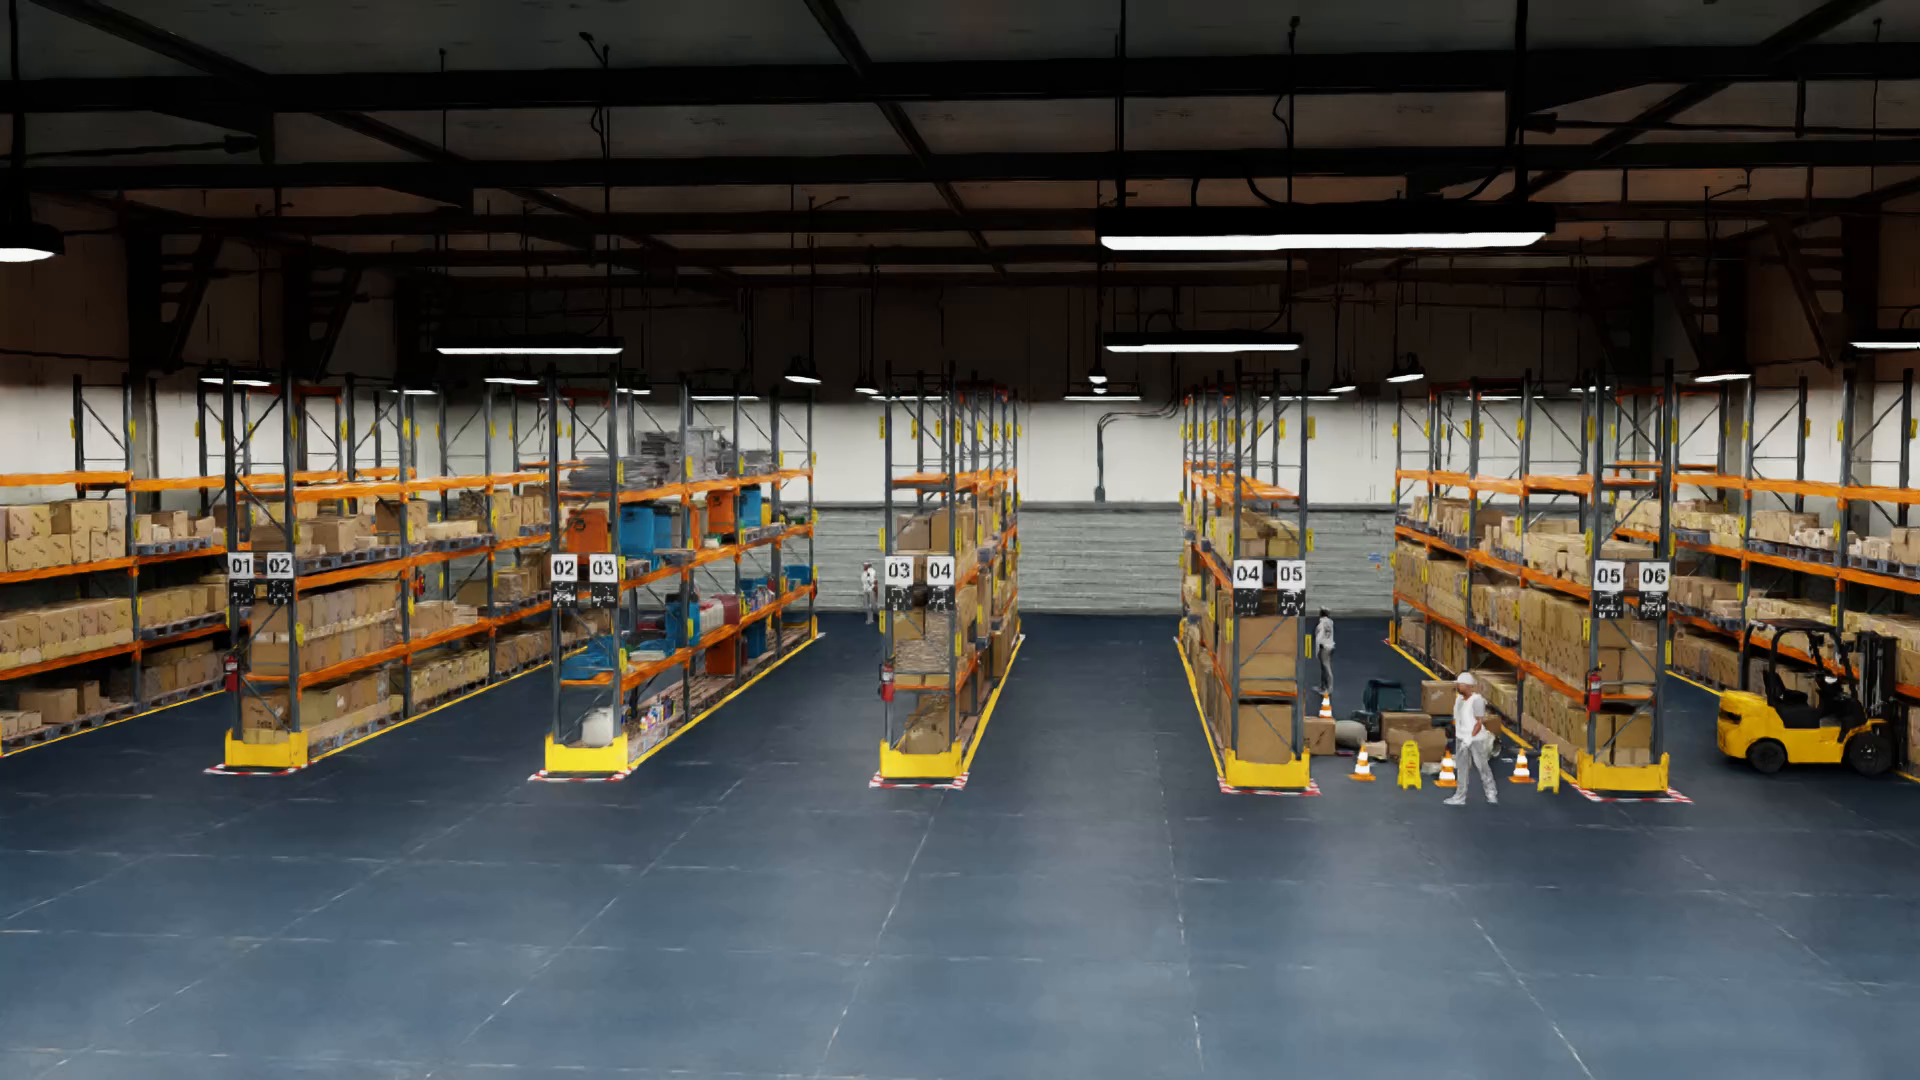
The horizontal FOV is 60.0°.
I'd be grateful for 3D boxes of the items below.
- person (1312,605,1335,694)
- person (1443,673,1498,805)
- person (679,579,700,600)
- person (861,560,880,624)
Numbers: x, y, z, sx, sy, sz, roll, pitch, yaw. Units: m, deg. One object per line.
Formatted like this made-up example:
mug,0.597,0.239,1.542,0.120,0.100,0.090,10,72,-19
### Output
person,6.921,2.074,31.653,0.544,1.667,0.572,3,5,37
person,6.840,2.660,22.237,0.714,1.783,0.567,-2,4,-24
person,-6.524,1.503,40.007,0.550,1.709,1.128,0,4,3
person,-2.284,1.341,43.208,0.517,1.651,0.517,3,5,42
